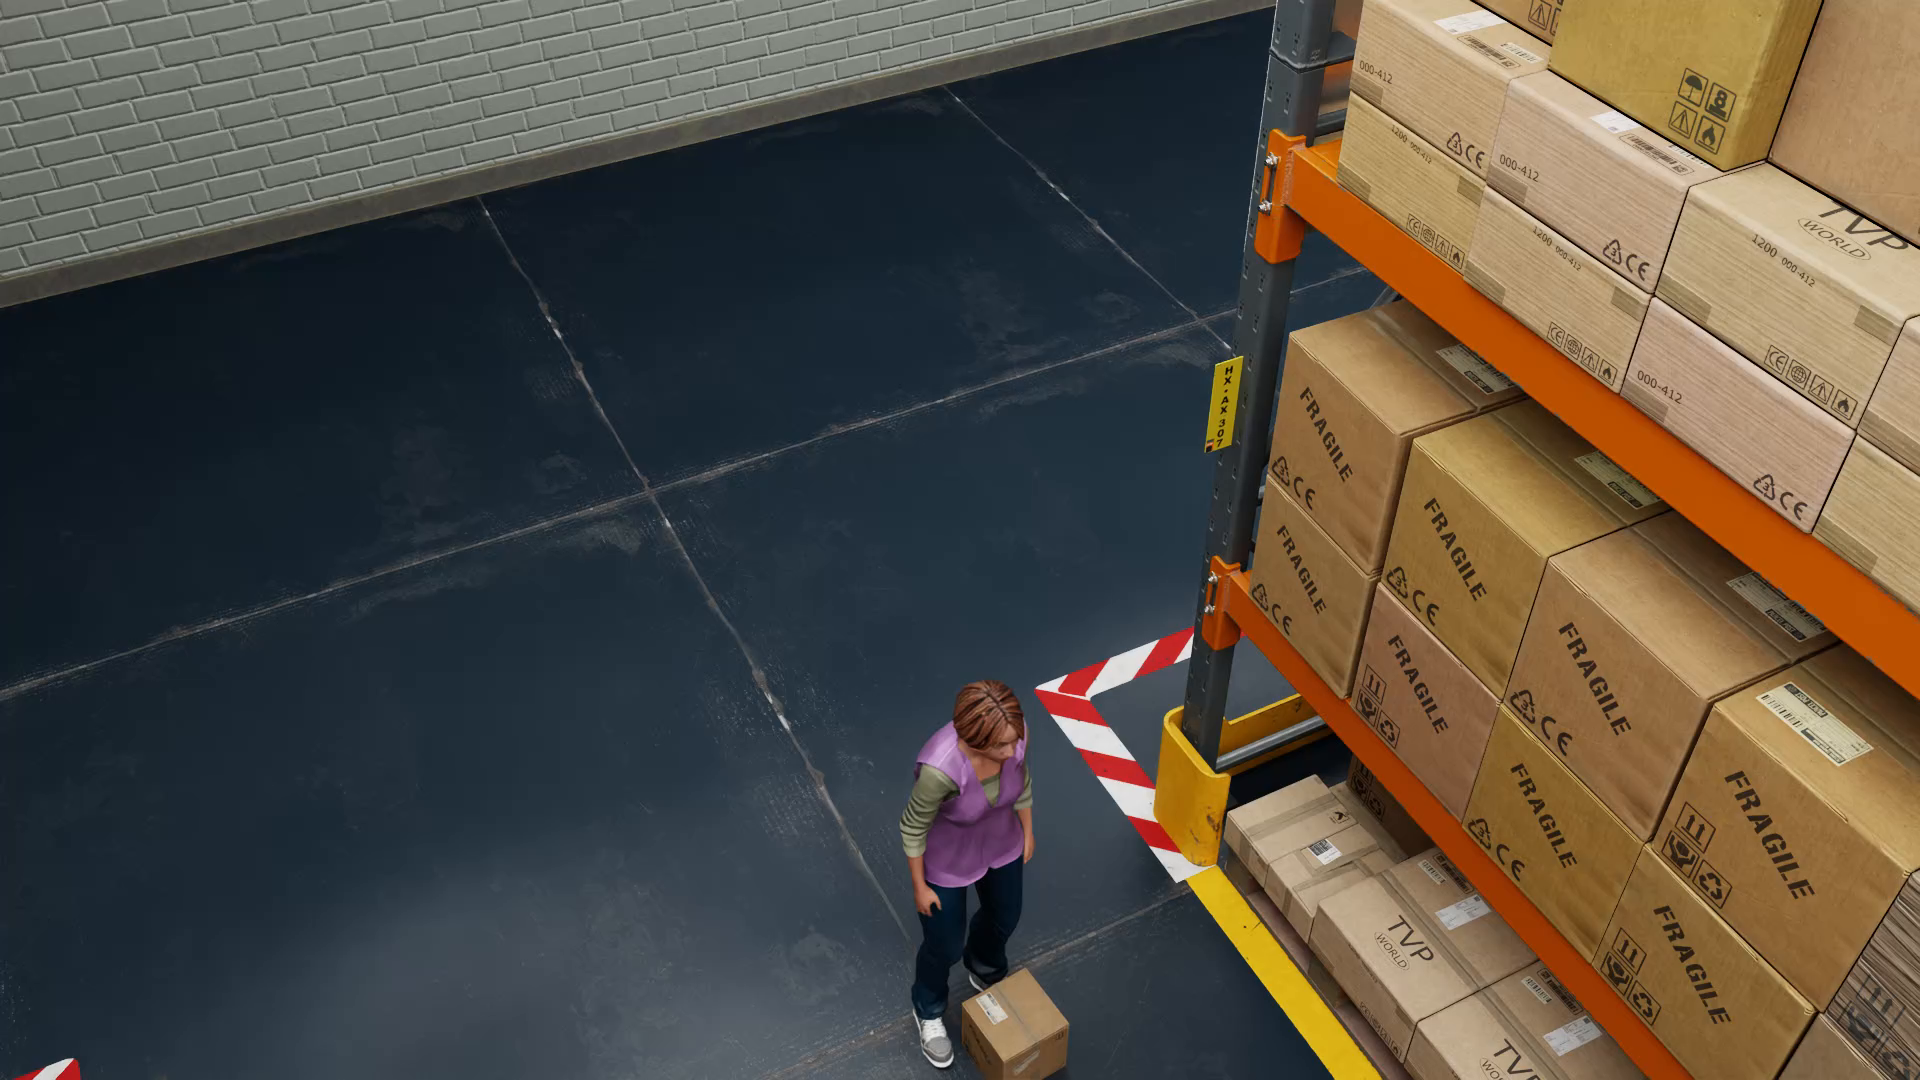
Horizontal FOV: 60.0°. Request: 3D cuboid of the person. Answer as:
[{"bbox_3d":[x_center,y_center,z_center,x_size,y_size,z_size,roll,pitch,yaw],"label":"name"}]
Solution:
[{"bbox_3d":[0.033,0.974,5.081,0.468,1.591,0.346,-24,47,-24],"label":"person"}]
